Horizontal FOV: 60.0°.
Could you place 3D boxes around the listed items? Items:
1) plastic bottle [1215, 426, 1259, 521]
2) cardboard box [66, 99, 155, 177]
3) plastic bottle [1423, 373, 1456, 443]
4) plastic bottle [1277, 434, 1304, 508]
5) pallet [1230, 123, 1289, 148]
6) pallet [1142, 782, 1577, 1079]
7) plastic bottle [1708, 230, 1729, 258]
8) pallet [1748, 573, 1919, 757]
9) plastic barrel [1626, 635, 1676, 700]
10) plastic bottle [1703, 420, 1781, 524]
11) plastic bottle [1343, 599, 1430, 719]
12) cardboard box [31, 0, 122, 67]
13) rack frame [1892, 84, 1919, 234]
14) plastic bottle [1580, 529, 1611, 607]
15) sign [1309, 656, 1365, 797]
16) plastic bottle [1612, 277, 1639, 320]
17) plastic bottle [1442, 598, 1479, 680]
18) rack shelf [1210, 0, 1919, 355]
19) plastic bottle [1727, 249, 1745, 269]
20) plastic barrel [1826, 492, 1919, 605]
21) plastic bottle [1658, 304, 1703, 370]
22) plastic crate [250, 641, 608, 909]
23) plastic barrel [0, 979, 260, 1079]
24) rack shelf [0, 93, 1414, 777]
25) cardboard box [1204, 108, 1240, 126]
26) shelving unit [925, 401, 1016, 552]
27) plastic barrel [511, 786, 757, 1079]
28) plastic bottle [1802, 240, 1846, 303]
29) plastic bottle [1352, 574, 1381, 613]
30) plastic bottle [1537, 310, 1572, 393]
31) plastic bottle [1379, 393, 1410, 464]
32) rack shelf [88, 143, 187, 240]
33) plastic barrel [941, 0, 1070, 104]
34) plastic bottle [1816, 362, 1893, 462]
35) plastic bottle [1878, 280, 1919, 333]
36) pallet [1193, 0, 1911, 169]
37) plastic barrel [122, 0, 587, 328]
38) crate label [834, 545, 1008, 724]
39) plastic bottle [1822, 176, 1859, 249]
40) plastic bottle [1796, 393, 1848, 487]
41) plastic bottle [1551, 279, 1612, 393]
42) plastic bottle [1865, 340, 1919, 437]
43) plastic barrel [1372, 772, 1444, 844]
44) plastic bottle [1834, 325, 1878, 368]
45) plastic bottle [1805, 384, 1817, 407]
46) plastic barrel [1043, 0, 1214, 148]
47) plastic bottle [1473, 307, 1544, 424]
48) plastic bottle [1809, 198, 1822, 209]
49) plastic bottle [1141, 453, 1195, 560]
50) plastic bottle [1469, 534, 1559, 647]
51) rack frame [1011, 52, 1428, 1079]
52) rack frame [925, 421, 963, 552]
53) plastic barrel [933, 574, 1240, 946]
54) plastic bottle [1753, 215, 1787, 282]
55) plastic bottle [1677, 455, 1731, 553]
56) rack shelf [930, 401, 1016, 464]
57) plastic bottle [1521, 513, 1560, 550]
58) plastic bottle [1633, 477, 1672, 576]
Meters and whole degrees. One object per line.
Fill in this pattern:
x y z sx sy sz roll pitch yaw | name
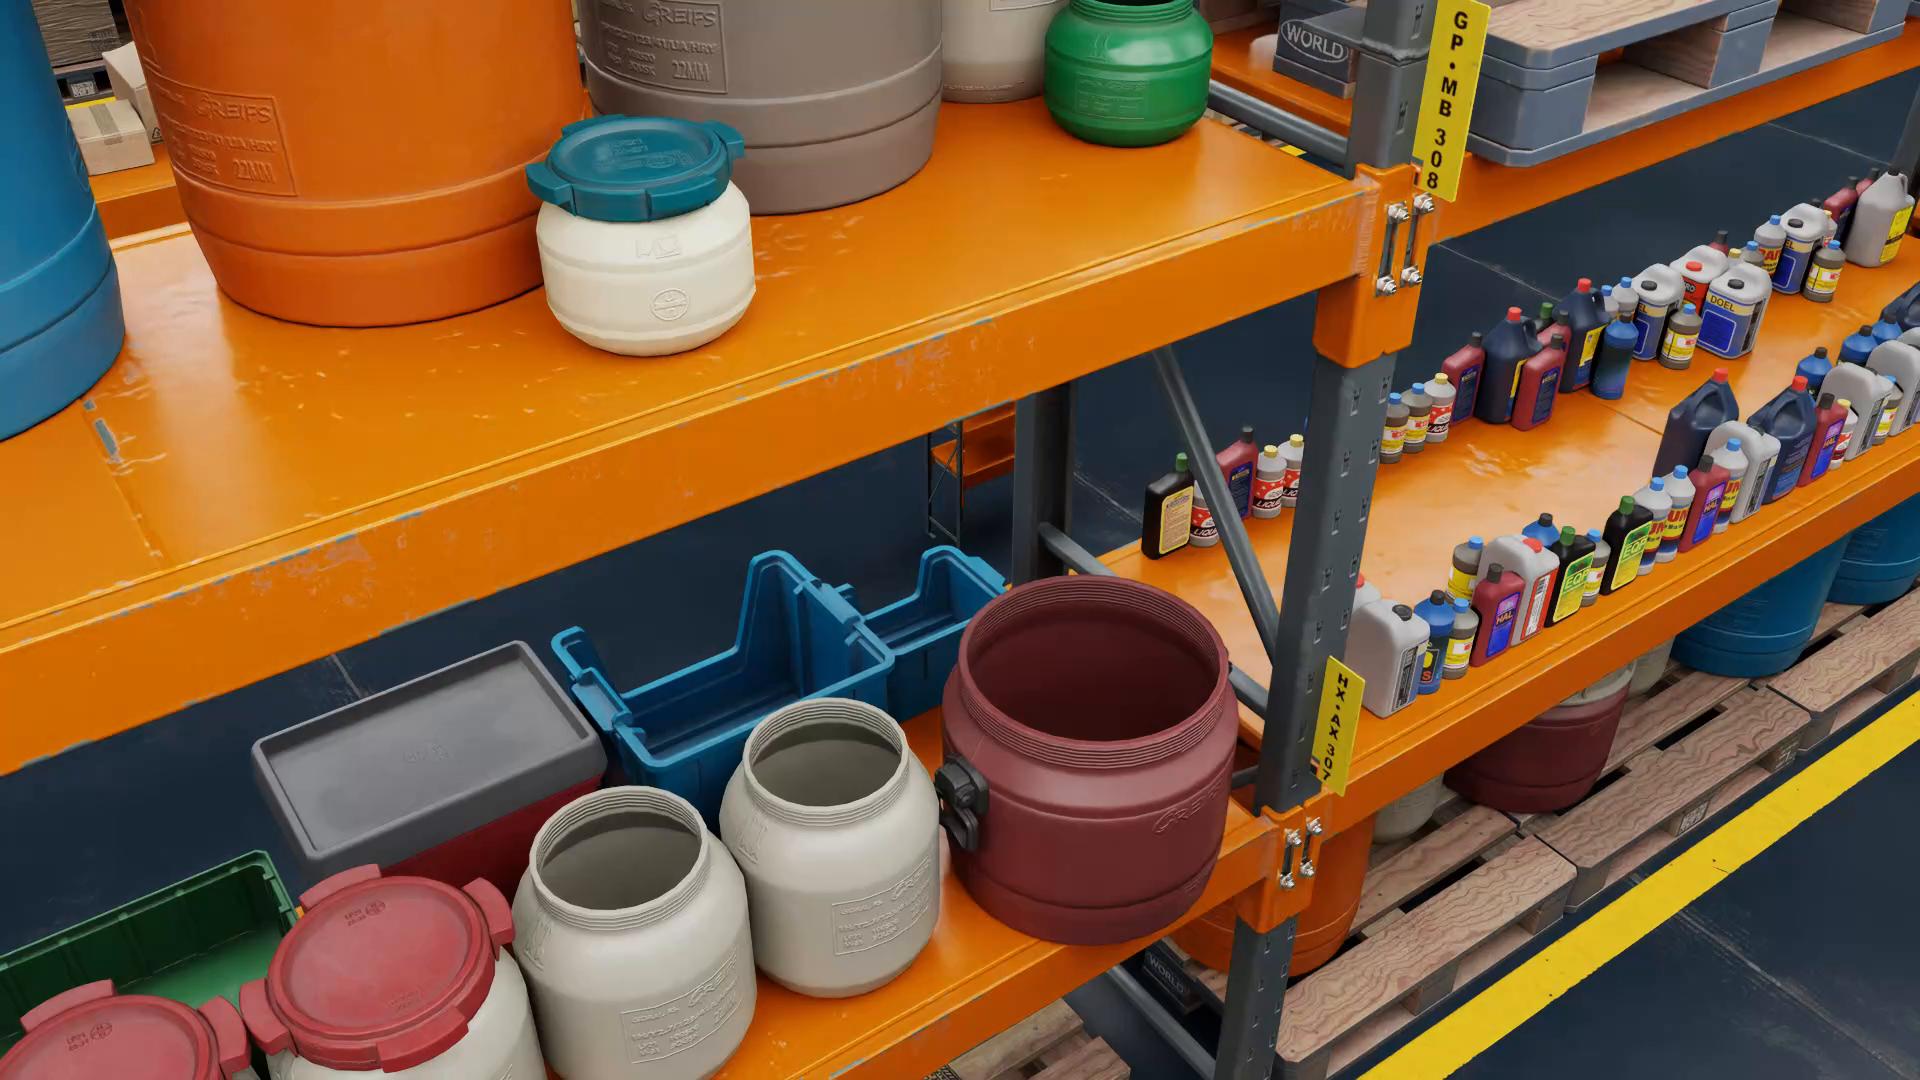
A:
0.741 -0.170 4.517 0.133 0.283 0.061 -22 41 -28 | plastic bottle
-3.393 -1.607 6.631 0.250 0.149 0.380 -19 40 -25 | cardboard box
1.403 -0.396 4.902 0.097 0.201 0.097 0 36 0 | plastic bottle
0.926 -0.199 4.628 0.097 0.201 0.097 0 36 0 | plastic bottle
1.449 -2.609 10.197 1.213 0.211 1.003 -22 41 -28 | pallet
1.088 1.047 5.113 1.213 0.211 1.003 -22 41 -28 | pallet
2.466 -0.880 5.504 0.133 0.283 0.061 -22 41 -28 | plastic bottle
3.083 0.226 6.255 1.213 0.211 1.003 -22 41 -28 | pallet
2.191 0.254 5.598 0.421 0.512 0.421 0 36 0 | plastic barrel
2.141 -0.207 4.576 0.135 0.276 0.152 -22 41 -28 | plastic bottle
1.008 0.259 3.927 0.135 0.276 0.152 -22 41 -28 | plastic bottle
-5.798 -3.425 10.707 0.500 0.500 0.700 -22 41 -27 | cardboard box
3.737 -1.145 5.774 0.127 3.000 1.000 -22 41 -28 | rack frame
1.605 0.063 4.264 0.097 0.201 0.097 0 36 0 | plastic bottle
0.790 0.394 3.493 0.005 0.325 0.100 -22 41 -28 | sign
2.083 -0.704 5.270 0.097 0.271 0.097 0 36 0 | plastic bottle
1.198 0.231 4.030 0.097 0.201 0.097 0 36 0 | plastic bottle
2.103 -1.398 4.172 4.000 0.370 1.077 -22 41 -28 | rack shelf
2.571 -0.876 5.570 0.097 0.201 0.097 0 36 0 | plastic bottle
3.283 -0.289 6.020 0.708 0.901 0.600 -22 41 -28 | plastic barrel
2.280 -0.648 5.252 0.097 0.201 0.097 0 36 0 | plastic bottle
-1.029 0.572 3.331 0.583 0.464 0.402 -22 41 -28 | plastic crate
-1.294 1.026 2.637 0.433 0.535 0.433 0 36 0 | plastic barrel
-1.167 -0.053 2.302 4.000 0.370 1.077 -22 41 -28 | rack shelf
1.355 -2.636 9.772 0.500 0.311 0.500 -22 41 -28 | cardboard box
0.135 -0.543 6.477 0.503 1.200 0.258 -22 41 -28 | shelving unit
-0.594 0.744 3.050 0.421 0.512 0.421 0 36 0 | plastic barrel
2.927 -0.915 5.623 0.097 0.201 0.097 0 36 0 | plastic bottle
0.920 0.187 4.028 0.135 0.276 0.152 -22 41 -28 | plastic bottle
1.782 -0.555 5.052 0.133 0.283 0.061 -22 41 -28 | plastic bottle
1.244 -0.330 4.811 0.097 0.201 0.097 0 36 0 | plastic bottle
-4.017 -1.200 6.466 4.000 0.370 1.077 -22 41 -28 | rack shelf
0.037 -1.105 3.052 0.421 0.512 0.421 0 36 0 | plastic barrel
2.591 -0.392 4.833 0.135 0.276 0.152 -22 41 -28 | plastic bottle
2.940 -0.667 5.150 0.185 0.351 0.144 -22 41 -28 | plastic bottle
1.149 -1.152 3.375 1.213 0.211 1.003 -22 41 -28 | pallet
-0.863 -0.799 2.356 0.708 0.830 0.600 -22 41 -28 | plastic barrel
-0.093 0.231 4.003 0.416 0.233 0.303 -22 41 -28 | crate label
3.083 -1.133 5.857 0.133 0.283 0.061 -22 41 -28 | plastic bottle
2.428 -0.296 4.692 0.133 0.283 0.061 -22 41 -28 | plastic bottle
1.901 -0.645 5.120 0.185 0.351 0.144 -22 41 -28 | plastic bottle
2.781 -0.470 4.941 0.135 0.276 0.152 -22 41 -28 | plastic bottle
1.268 0.634 5.070 0.421 0.512 0.421 0 36 0 | plastic barrel
2.693 -0.522 5.017 0.097 0.271 0.097 0 36 0 | plastic bottle
2.368 -0.323 4.740 0.097 0.271 0.097 0 36 0 | plastic bottle
0.295 -0.847 2.923 0.294 0.245 0.294 0 36 0 | plastic barrel
1.641 -0.538 4.971 0.185 0.351 0.144 -22 41 -28 | plastic bottle
2.919 -1.048 5.749 0.097 0.271 0.097 0 36 0 | plastic bottle
0.553 -0.092 4.409 0.133 0.283 0.061 -22 41 -28 | plastic bottle
1.386 0.104 4.143 0.135 0.276 0.152 -22 41 -28 | plastic bottle
0.468 0.200 3.903 0.127 3.000 1.000 -22 41 -28 | rack frame
-0.064 -0.461 6.363 0.015 1.200 0.240 -22 41 -28 | rack frame
0.263 0.446 3.445 0.708 0.536 0.600 -22 41 -28 | plastic barrel
2.730 -0.970 5.640 0.097 0.271 0.097 0 36 0 | plastic bottle
1.978 -0.111 4.435 0.133 0.283 0.061 -22 41 -28 | plastic bottle
0.135 -0.488 6.516 0.480 0.148 0.258 -22 41 -28 | rack shelf
1.461 0.050 4.221 0.097 0.271 0.097 0 36 0 | plastic bottle
1.794 -0.043 4.351 0.097 0.271 0.097 0 36 0 | plastic bottle
